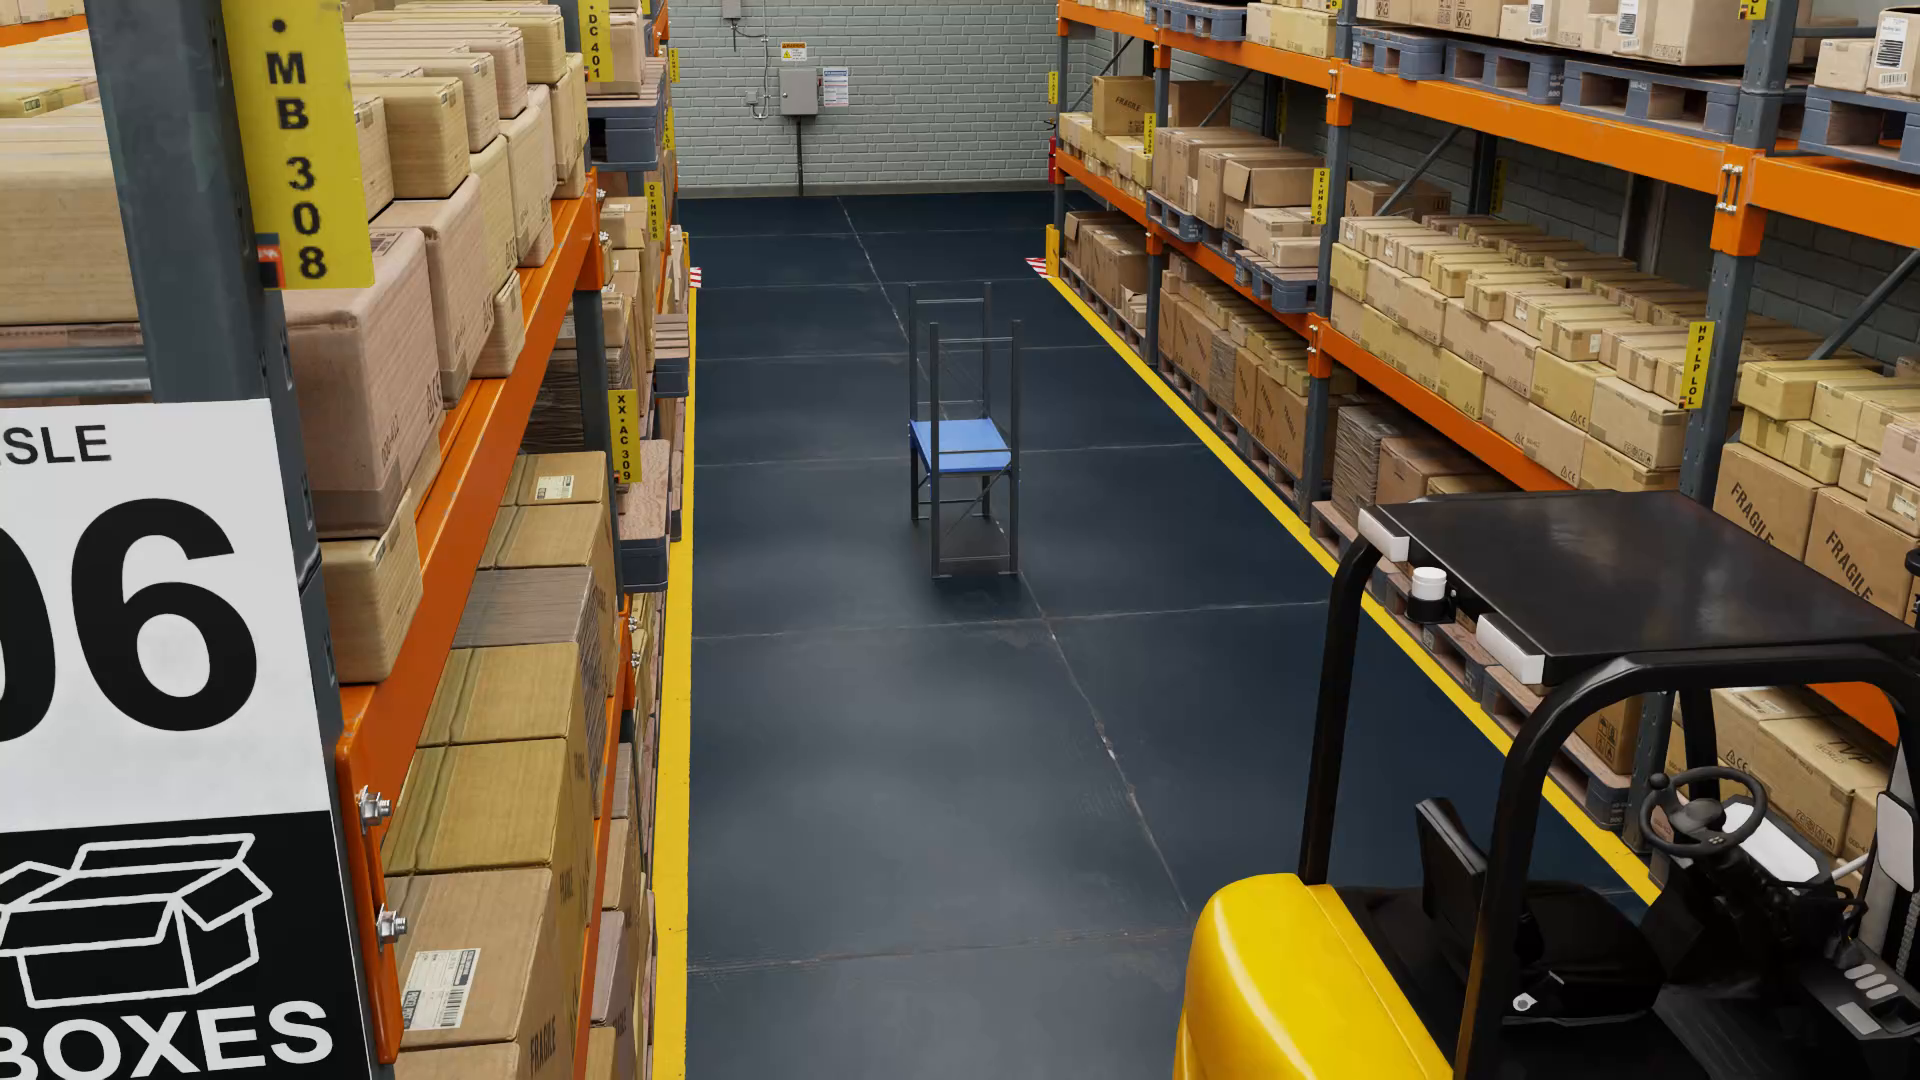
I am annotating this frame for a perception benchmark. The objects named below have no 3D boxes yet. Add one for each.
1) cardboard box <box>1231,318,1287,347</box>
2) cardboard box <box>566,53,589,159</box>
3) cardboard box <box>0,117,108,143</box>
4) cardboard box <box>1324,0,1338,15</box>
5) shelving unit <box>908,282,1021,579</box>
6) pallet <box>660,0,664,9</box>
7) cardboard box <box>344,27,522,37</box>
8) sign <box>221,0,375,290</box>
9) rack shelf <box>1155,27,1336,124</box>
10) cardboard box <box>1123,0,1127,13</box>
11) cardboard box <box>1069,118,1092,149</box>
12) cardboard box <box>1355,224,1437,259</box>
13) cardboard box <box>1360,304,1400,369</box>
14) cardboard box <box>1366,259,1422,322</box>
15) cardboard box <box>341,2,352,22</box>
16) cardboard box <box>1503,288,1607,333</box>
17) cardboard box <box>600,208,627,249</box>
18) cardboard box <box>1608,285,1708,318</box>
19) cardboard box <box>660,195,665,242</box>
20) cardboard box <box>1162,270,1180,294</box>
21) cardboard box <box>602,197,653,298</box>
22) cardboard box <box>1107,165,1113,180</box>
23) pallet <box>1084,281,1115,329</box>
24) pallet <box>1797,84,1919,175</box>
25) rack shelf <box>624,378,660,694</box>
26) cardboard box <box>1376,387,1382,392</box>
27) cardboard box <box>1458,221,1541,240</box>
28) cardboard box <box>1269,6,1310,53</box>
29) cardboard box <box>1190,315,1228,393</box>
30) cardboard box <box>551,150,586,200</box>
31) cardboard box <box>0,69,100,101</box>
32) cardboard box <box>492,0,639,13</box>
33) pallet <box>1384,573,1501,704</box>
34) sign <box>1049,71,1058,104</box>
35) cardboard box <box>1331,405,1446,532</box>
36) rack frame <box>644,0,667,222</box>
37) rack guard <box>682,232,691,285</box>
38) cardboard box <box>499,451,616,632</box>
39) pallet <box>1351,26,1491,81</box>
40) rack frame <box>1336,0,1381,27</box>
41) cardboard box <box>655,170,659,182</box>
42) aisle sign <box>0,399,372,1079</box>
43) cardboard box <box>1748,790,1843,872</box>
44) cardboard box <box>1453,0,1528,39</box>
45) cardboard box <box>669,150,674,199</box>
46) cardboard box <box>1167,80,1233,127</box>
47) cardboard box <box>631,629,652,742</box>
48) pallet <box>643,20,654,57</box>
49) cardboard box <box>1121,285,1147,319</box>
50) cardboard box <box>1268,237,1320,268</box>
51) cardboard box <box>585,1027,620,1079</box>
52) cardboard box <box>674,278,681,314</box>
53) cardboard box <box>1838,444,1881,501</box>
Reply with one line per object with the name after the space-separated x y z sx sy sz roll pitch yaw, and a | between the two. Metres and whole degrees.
2.177 -1.498 11.986 0.380 0.149 0.250 -4 21 -10 | cardboard box
-1.342 -1.248 4.772 0.500 0.250 0.500 -3 21 -8 | cardboard box
-0.997 -0.409 1.957 0.380 0.149 0.250 -3 21 -8 | cardboard box
2.373 -3.182 9.807 0.380 0.149 0.250 -2 21 -7 | cardboard box
0.012 -0.673 9.875 0.538 1.500 1.048 -3 21 -8 | shelving unit
-3.106 -4.752 14.492 1.003 0.211 1.213 -3 21 -8 | pallet
-1.157 -1.030 3.619 0.380 0.149 0.250 -3 21 -7 | cardboard box
-0.559 -0.371 1.385 0.100 0.325 0.005 -3 21 -8 | sign
2.374 -3.311 11.534 1.077 0.370 4.000 -3 21 -8 | rack shelf
1.639 -4.690 14.557 0.380 0.149 0.250 -2 21 -6 | cardboard box
1.381 -4.044 16.545 0.500 0.250 0.500 -3 21 -7 | cardboard box
2.457 -1.683 9.365 0.380 0.149 0.250 -2 21 -7 | cardboard box
2.552 -1.139 9.194 0.500 0.250 0.500 -3 21 -9 | cardboard box
2.556 -1.375 9.109 0.500 0.250 0.500 -2 21 -6 | cardboard box
-1.950 -1.449 4.741 0.380 0.149 0.250 -3 21 -9 | cardboard box
2.757 -1.064 7.707 0.380 0.149 0.250 -3 21 -7 | cardboard box
-1.734 -1.433 7.670 0.380 0.149 0.250 -4 21 -10 | cardboard box
3.269 -1.092 7.784 0.380 0.149 0.250 -3 21 -8 | cardboard box
-2.271 -2.179 11.262 0.500 0.250 0.500 -3 21 -7 | cardboard box
1.874 -2.127 13.669 0.380 0.149 0.250 -2 21 -5 | cardboard box
-1.908 -1.538 8.878 0.500 0.500 0.500 -4 21 -9 | cardboard box
1.585 -3.450 15.525 0.380 0.149 0.250 -3 21 -8 | cardboard box
1.809 -2.290 16.045 1.003 0.211 1.213 -3 21 -8 | pallet
3.388 -1.235 5.074 1.003 0.211 1.213 -3 21 -8 | pallet
-1.960 -0.269 7.677 1.077 0.370 4.000 -3 21 -8 | rack shelf
2.896 -1.076 10.855 0.380 0.149 0.250 -2 21 -5 | cardboard box
3.058 -1.713 9.446 0.380 0.149 0.250 -2 21 -6 | cardboard box
2.275 -3.224 10.489 0.500 0.250 0.500 -3 21 -8 | cardboard box
2.087 -1.425 12.716 0.500 0.500 0.500 -4 21 -9 | cardboard box
-1.324 -1.107 4.965 0.380 0.149 0.250 -3 21 -7 | cardboard box
-1.504 -0.646 2.591 0.380 0.149 0.250 -3 21 -8 | cardboard box
-1.442 -2.074 6.094 0.500 0.250 0.500 -3 21 -9 | cardboard box
2.915 0.465 8.670 1.003 0.211 1.213 -3 21 -8 | pallet
0.972 -4.698 17.270 0.100 0.325 0.005 -3 21 -8 | sign
2.739 -0.418 9.841 0.875 0.625 0.625 -2 21 -6 | cardboard box
-2.825 -2.683 13.113 1.000 3.000 0.127 -3 21 -8 | rack frame
-3.405 -2.905 17.281 1.175 0.500 0.348 -3 21 -8 | rack guard
-1.362 0.042 5.249 0.500 0.500 0.500 -3 21 -9 | cardboard box
2.849 -2.636 8.970 1.213 0.211 1.003 -2 21 -5 | pallet
2.663 -4.360 9.029 1.000 3.000 0.127 -3 21 -8 | rack frame
-2.288 -2.523 11.111 0.500 0.500 0.500 -3 21 -7 | cardboard box
-0.780 0.260 1.519 0.394 0.787 0.004 -3 21 -8 | aisle sign
3.078 1.049 5.734 0.500 0.250 0.500 -3 21 -8 | cardboard box
2.673 -2.630 7.798 0.500 0.500 0.500 -2 21 -6 | cardboard box
-2.768 -3.253 14.495 0.500 0.500 0.500 -3 21 -7 | cardboard box
2.135 -3.884 15.046 0.500 0.500 0.500 -3 21 -9 | cardboard box
-1.857 0.691 7.235 0.950 0.372 0.625 -2 21 -4 | cardboard box
-2.394 -2.835 9.503 1.213 0.211 1.003 -2 21 -5 | pallet
1.663 -2.153 15.000 0.396 0.266 0.258 -2 21 -6 | cardboard box
2.188 -1.837 10.607 0.380 0.149 0.250 -3 21 -7 | cardboard box
-1.086 1.555 4.023 0.500 0.500 0.500 -3 21 -7 | cardboard box
-2.810 -1.902 14.085 0.875 0.438 0.875 -3 21 -9 | cardboard box
3.129 -0.214 5.431 0.380 0.149 0.250 -3 21 -8 | cardboard box
